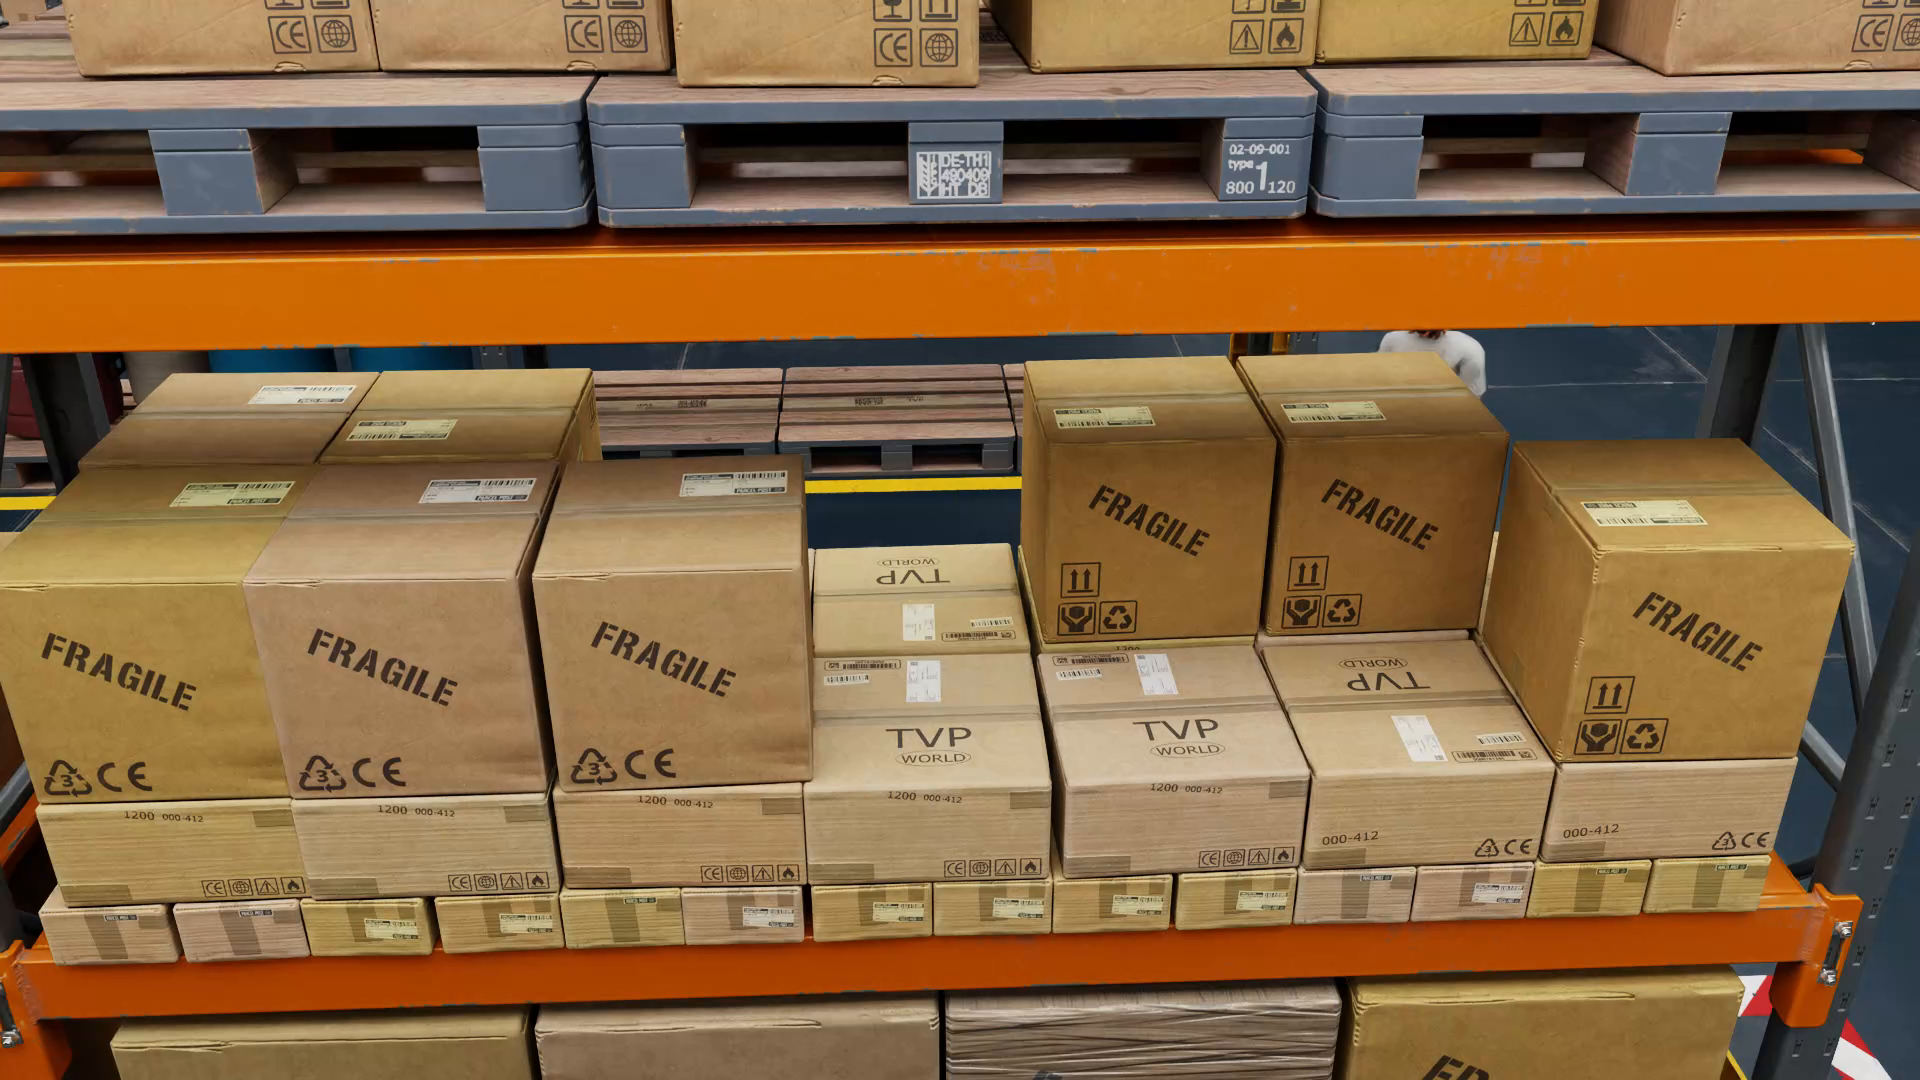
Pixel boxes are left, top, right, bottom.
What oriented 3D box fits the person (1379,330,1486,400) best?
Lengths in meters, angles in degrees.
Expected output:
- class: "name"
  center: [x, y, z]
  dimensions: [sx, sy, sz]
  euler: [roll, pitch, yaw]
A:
- class: "person"
  center: [1.858, -0.336, 6.735]
  dimensions: [0.438, 1.640, 0.823]
  euler: [21, 34, 35]
